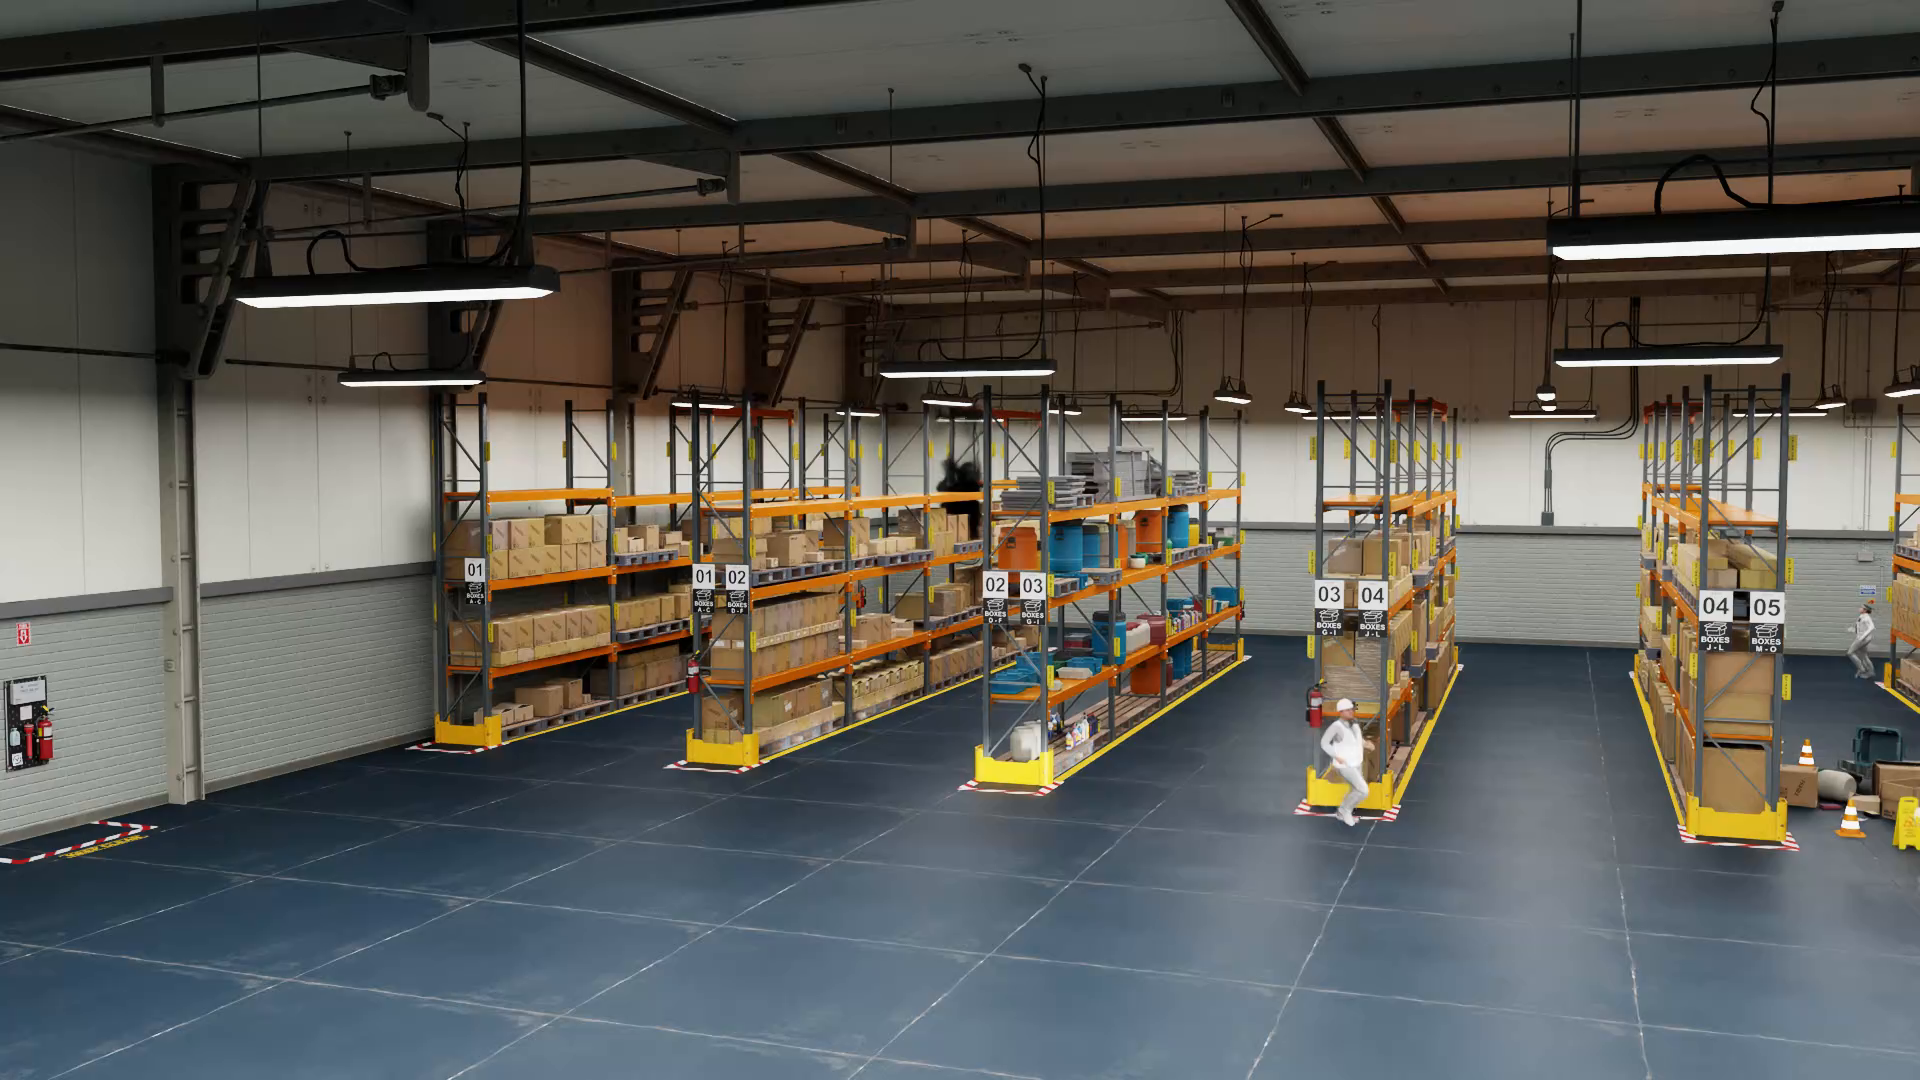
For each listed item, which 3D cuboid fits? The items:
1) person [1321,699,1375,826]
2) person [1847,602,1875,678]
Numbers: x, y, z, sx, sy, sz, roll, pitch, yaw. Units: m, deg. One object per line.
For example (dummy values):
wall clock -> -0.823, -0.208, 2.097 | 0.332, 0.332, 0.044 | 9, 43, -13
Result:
person -> 5.185, 2.967, 22.103 | 0.613, 1.725, 0.664 | 3, 4, 40
person -> 19.872, 2.207, 36.658 | 0.569, 1.695, 0.626 | 2, 4, 32
